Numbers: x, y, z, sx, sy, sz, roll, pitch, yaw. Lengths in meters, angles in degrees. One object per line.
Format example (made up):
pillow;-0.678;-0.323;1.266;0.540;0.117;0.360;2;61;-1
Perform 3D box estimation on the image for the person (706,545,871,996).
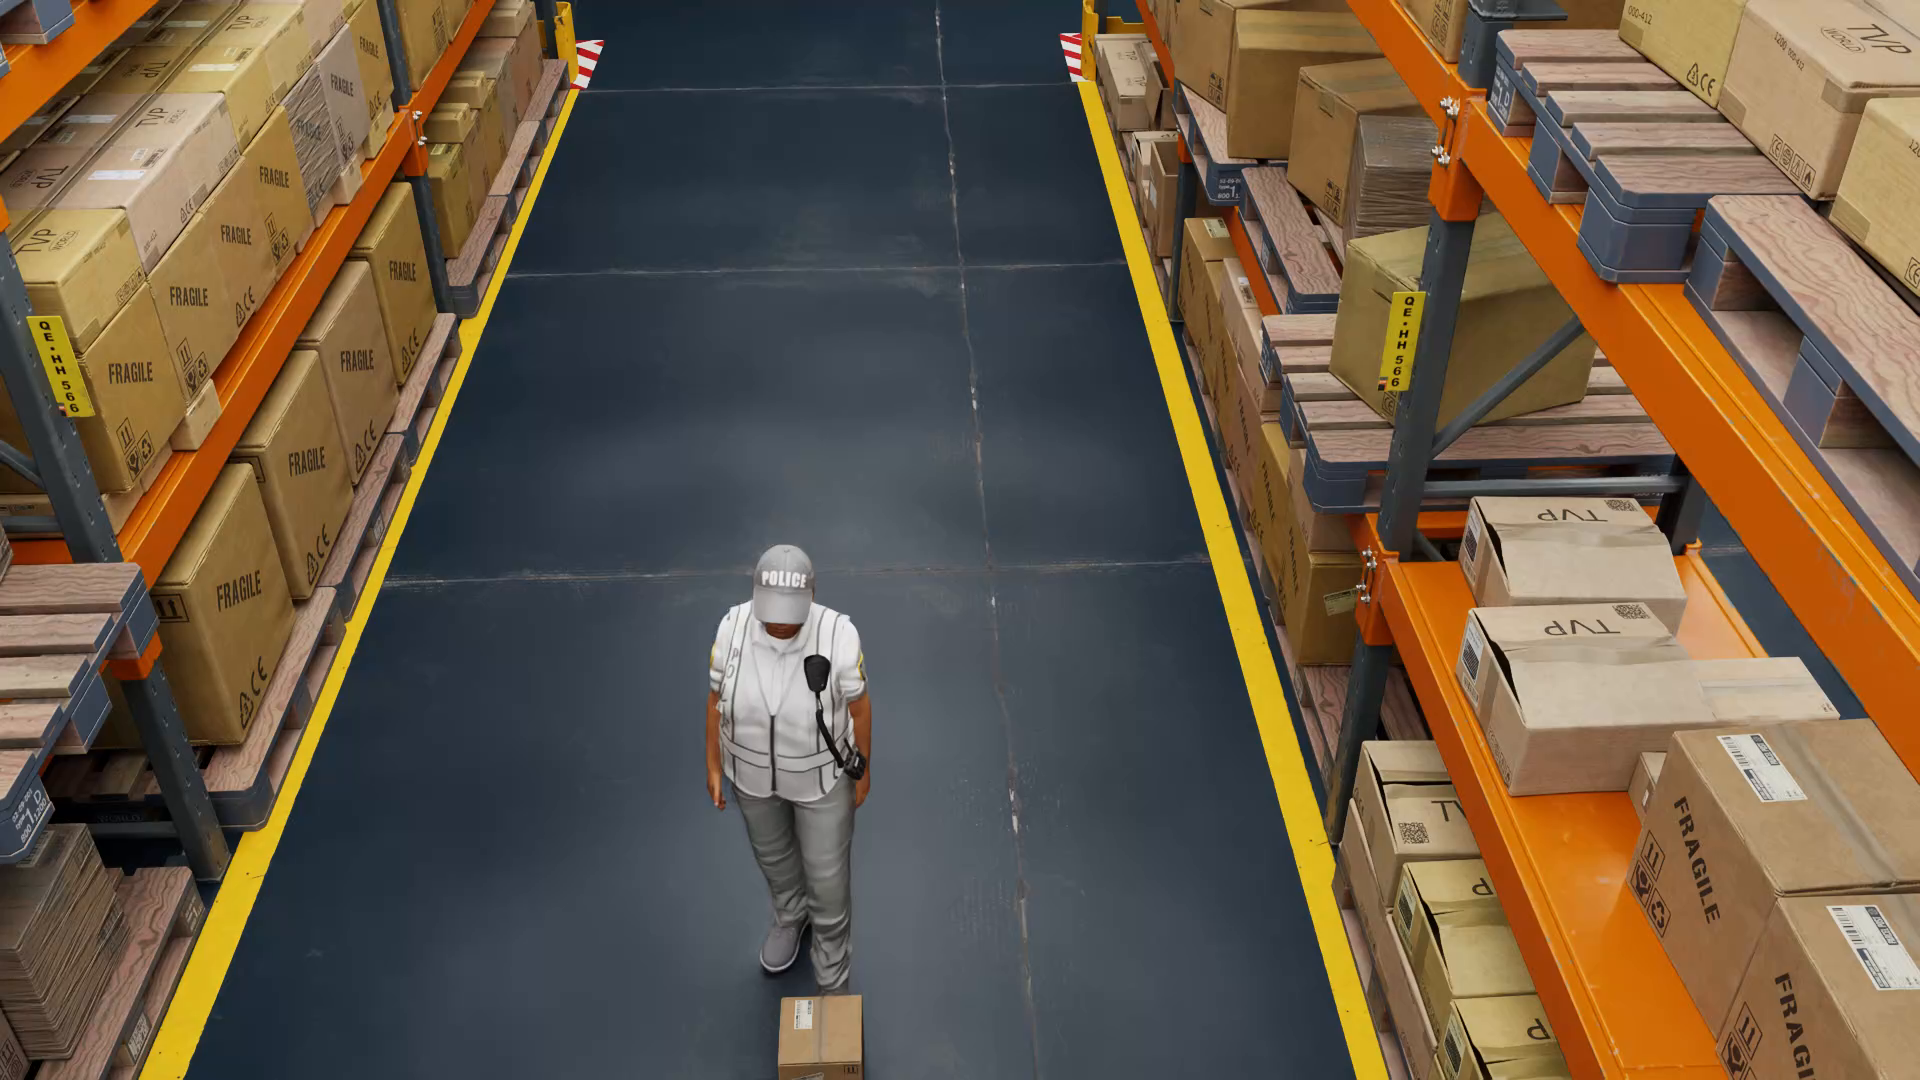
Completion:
person;-0.544;0.760;5.081;0.502;1.687;0.539;6;36;9
